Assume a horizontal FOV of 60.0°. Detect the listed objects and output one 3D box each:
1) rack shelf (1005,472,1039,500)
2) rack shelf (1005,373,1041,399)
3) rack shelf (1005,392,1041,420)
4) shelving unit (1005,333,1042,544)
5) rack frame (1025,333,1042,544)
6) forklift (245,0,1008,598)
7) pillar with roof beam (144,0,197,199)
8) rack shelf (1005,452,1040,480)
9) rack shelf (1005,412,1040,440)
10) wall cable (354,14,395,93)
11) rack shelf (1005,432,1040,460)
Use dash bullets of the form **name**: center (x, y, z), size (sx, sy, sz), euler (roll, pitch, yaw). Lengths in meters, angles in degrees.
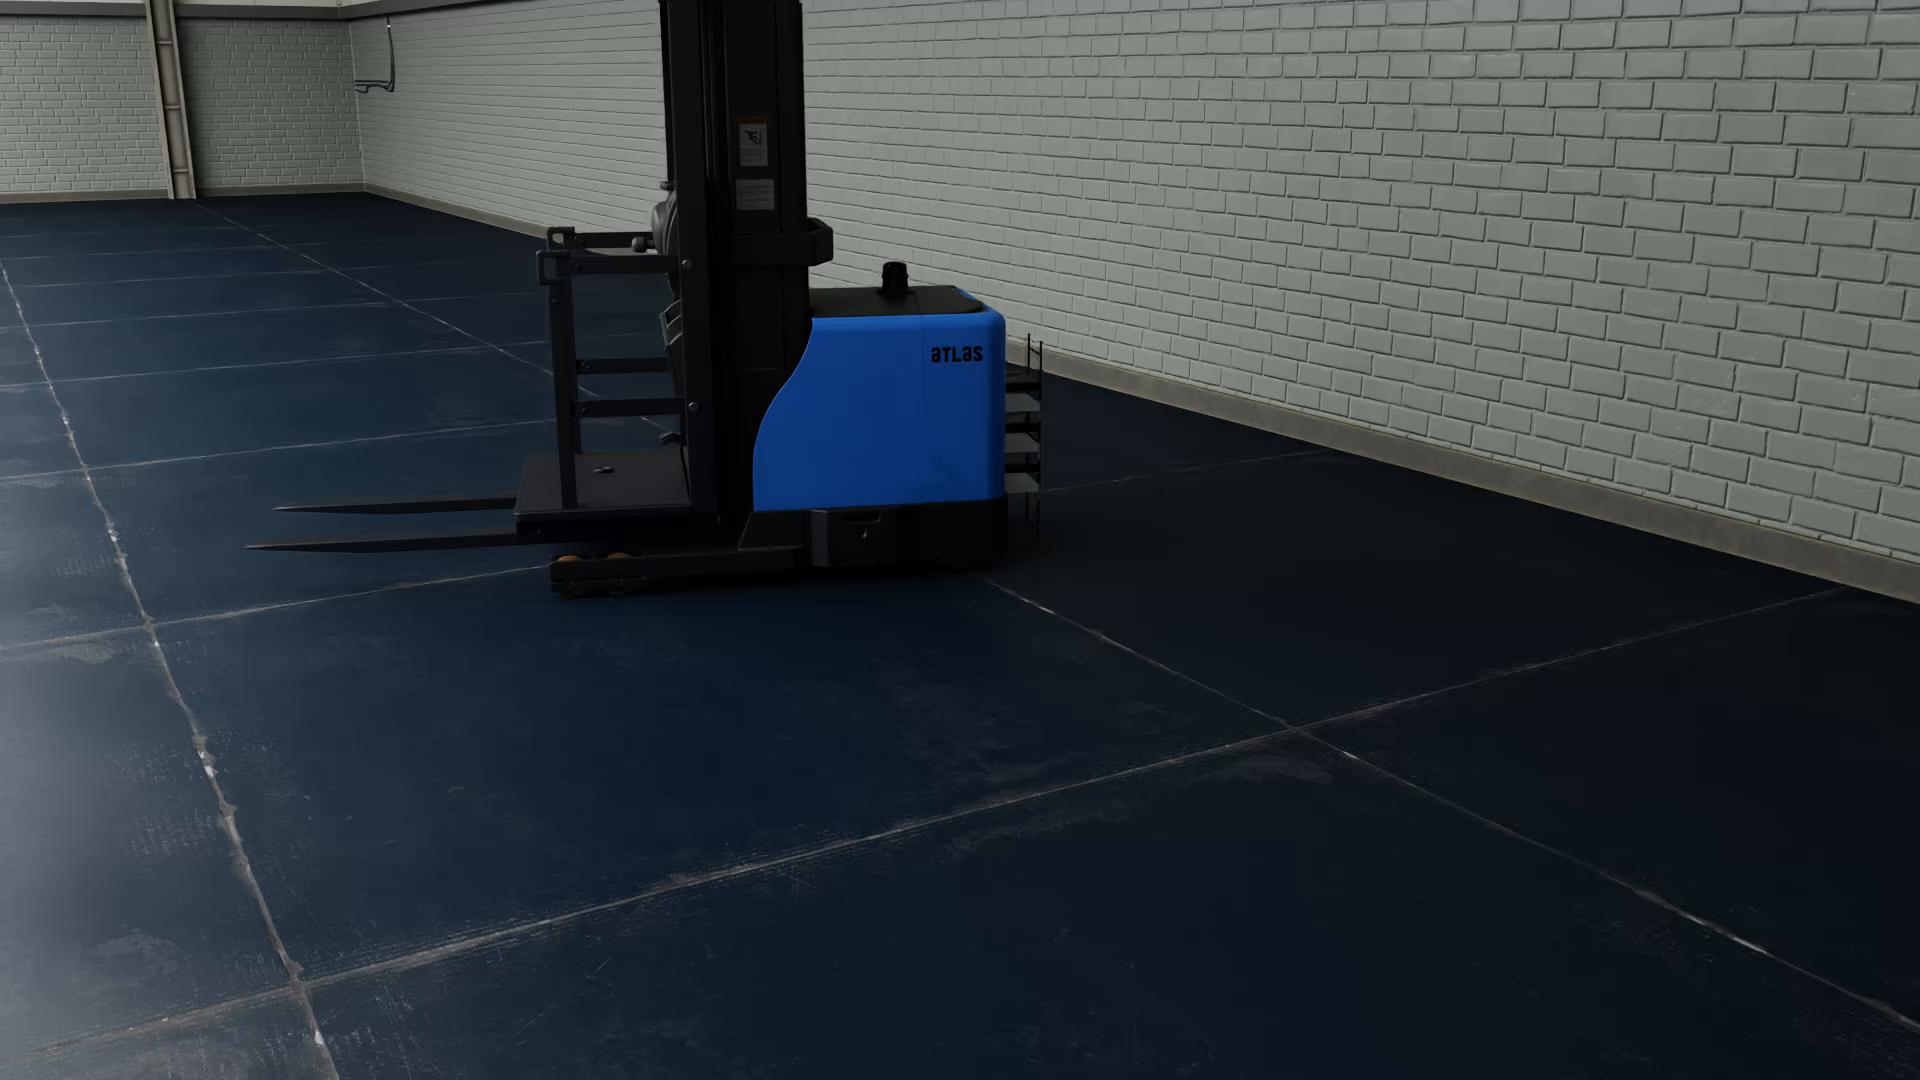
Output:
- **rack shelf**: center (0.225, -0.238, 7.384), size (0.200, 0.077, 0.258), euler (-3, 16, -11)
- **rack shelf**: center (0.225, -0.672, 7.262), size (0.200, 0.077, 0.258), euler (-3, 16, -11)
- **rack shelf**: center (0.225, -0.585, 7.286), size (0.200, 0.077, 0.258), euler (-3, 16, -11)
- **shelving unit**: center (0.225, -0.444, 7.326), size (0.210, 0.900, 0.258), euler (-3, 16, -11)
- **rack frame**: center (0.325, -0.449, 7.345), size (0.006, 0.900, 0.240), euler (-3, 16, -11)
- **forklift**: center (-1.370, -1.337, 6.750), size (3.031, 2.935, 1.130), euler (-3, 16, -11)
- **pillar with roof beam**: center (-10.791, -9.059, 23.053), size (0.400, 9.000, 9.100), euler (-9, 18, -30)
- **rack shelf**: center (0.225, -0.325, 7.359), size (0.200, 0.077, 0.258), euler (-3, 16, -11)
- **rack shelf**: center (0.225, -0.498, 7.311), size (0.200, 0.077, 0.258), euler (-3, 16, -11)
- **wall cable**: center (-9.802, -8.663, 27.395), size (0.112, 2.526, 3.097), euler (-9, 18, -30)
- **rack shelf**: center (0.225, -0.412, 7.335), size (0.200, 0.077, 0.258), euler (-3, 16, -11)
